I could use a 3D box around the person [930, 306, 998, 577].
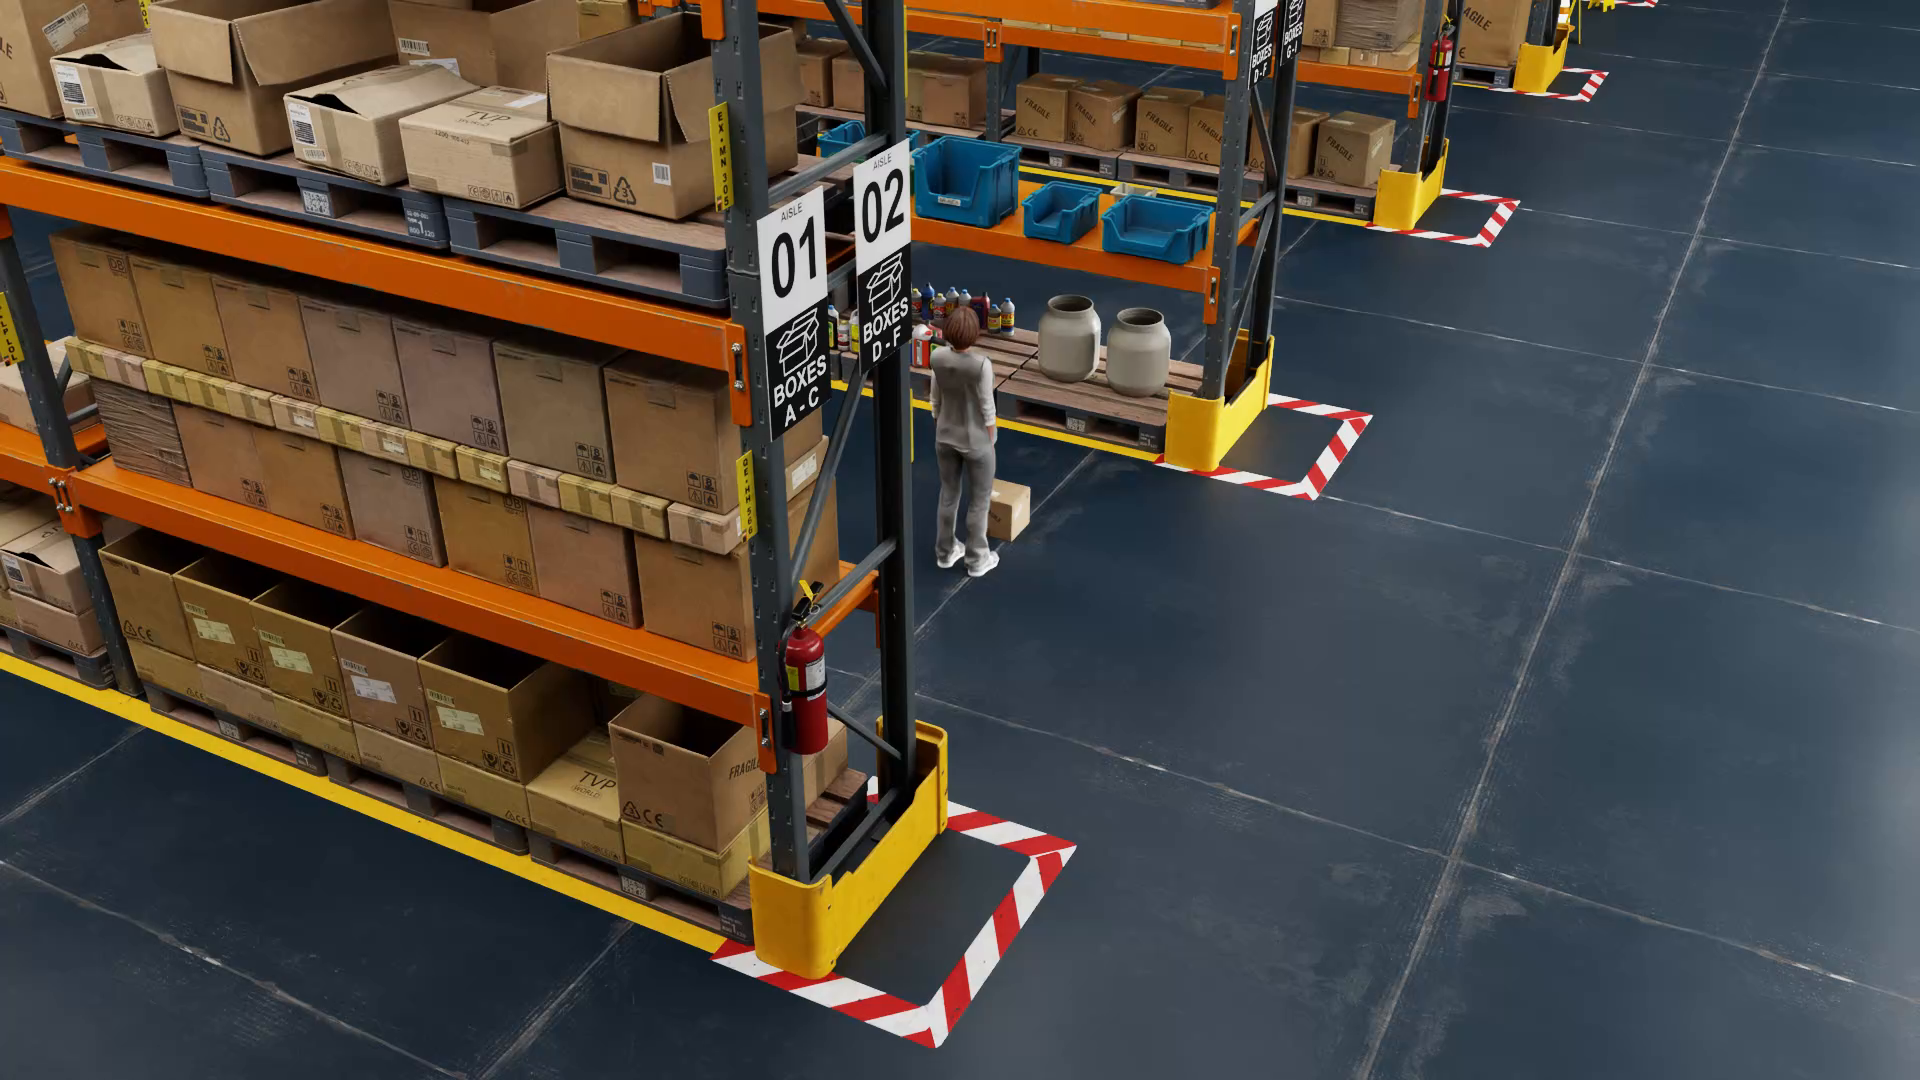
[{"bbox_3d":[0.018,-0.550,9.225,0.404,1.599,0.305,15,34,24],"label":"person"}]
